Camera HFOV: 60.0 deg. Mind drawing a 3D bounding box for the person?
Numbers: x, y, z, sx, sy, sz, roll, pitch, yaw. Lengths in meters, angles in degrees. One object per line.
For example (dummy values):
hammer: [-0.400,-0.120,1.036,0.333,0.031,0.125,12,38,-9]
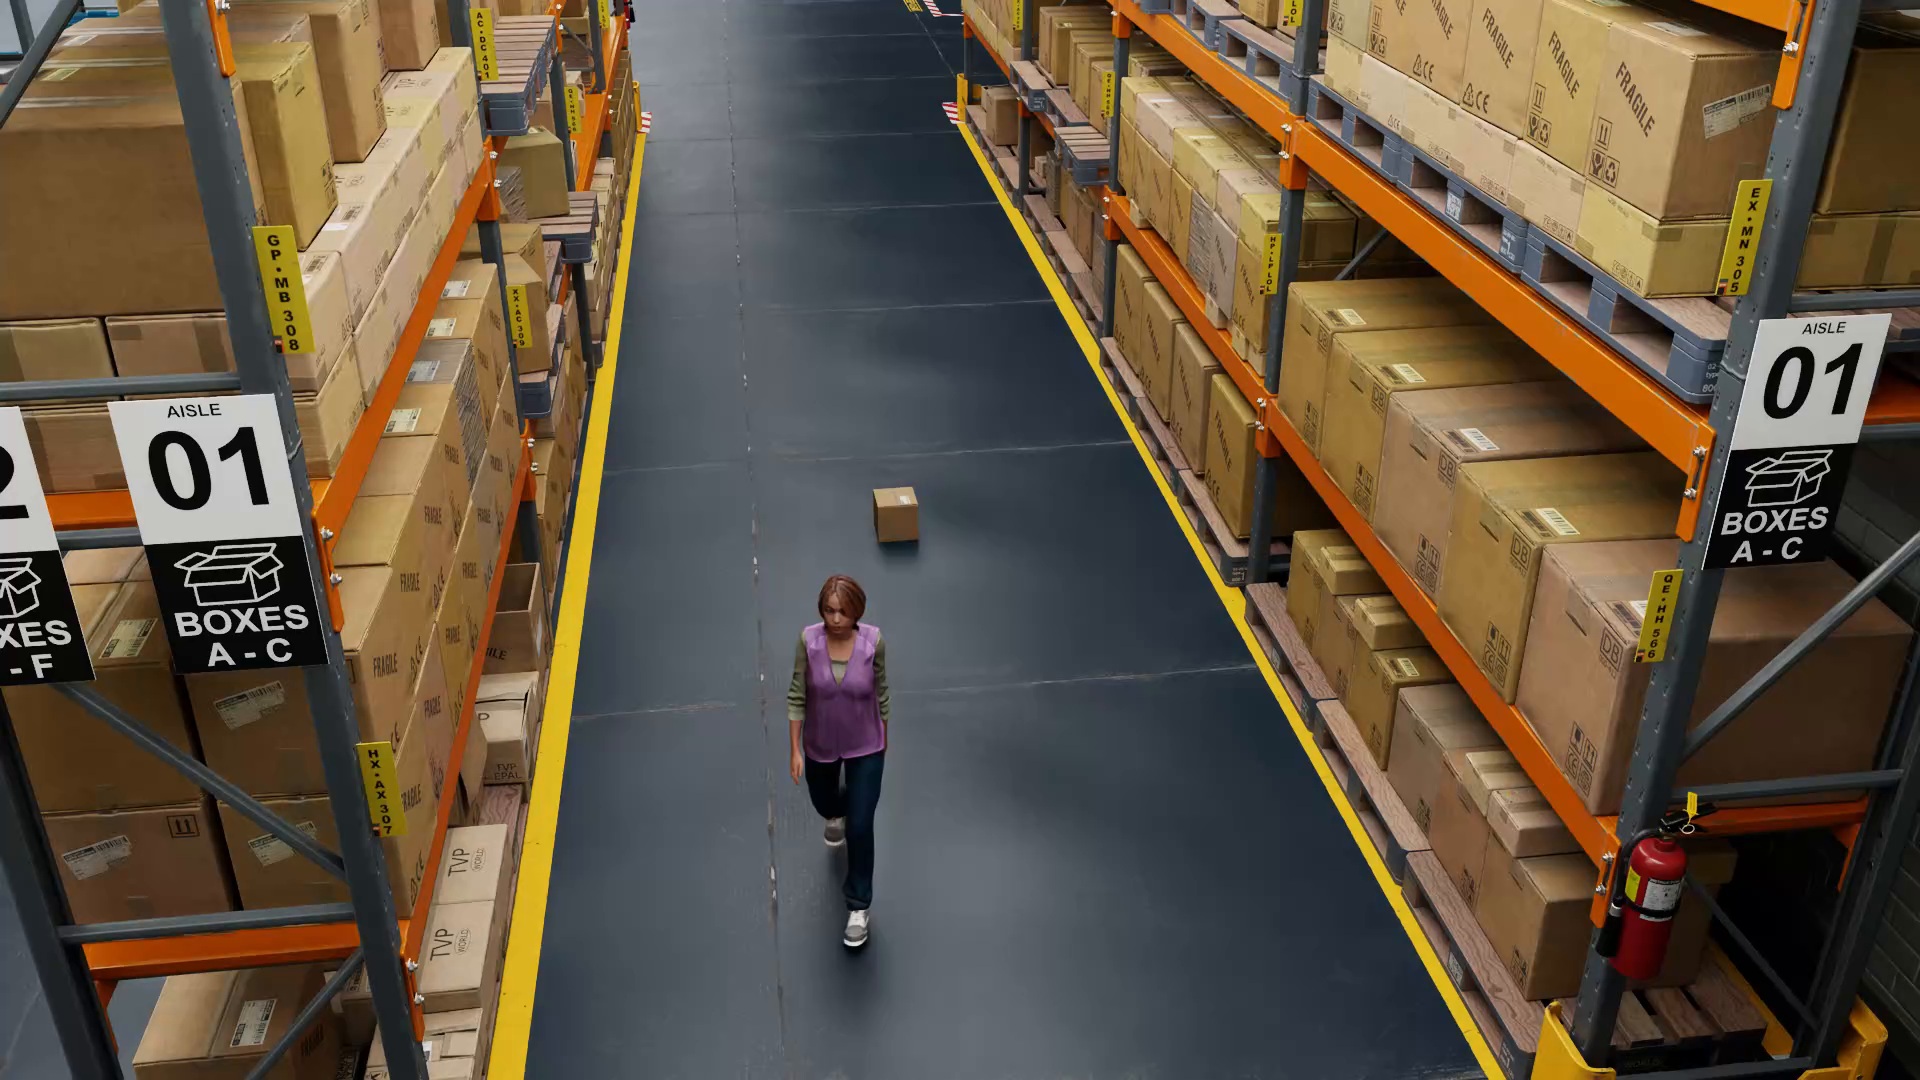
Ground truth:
person: [-0.504,0.841,7.001,0.418,1.554,0.859,1,28,3]
